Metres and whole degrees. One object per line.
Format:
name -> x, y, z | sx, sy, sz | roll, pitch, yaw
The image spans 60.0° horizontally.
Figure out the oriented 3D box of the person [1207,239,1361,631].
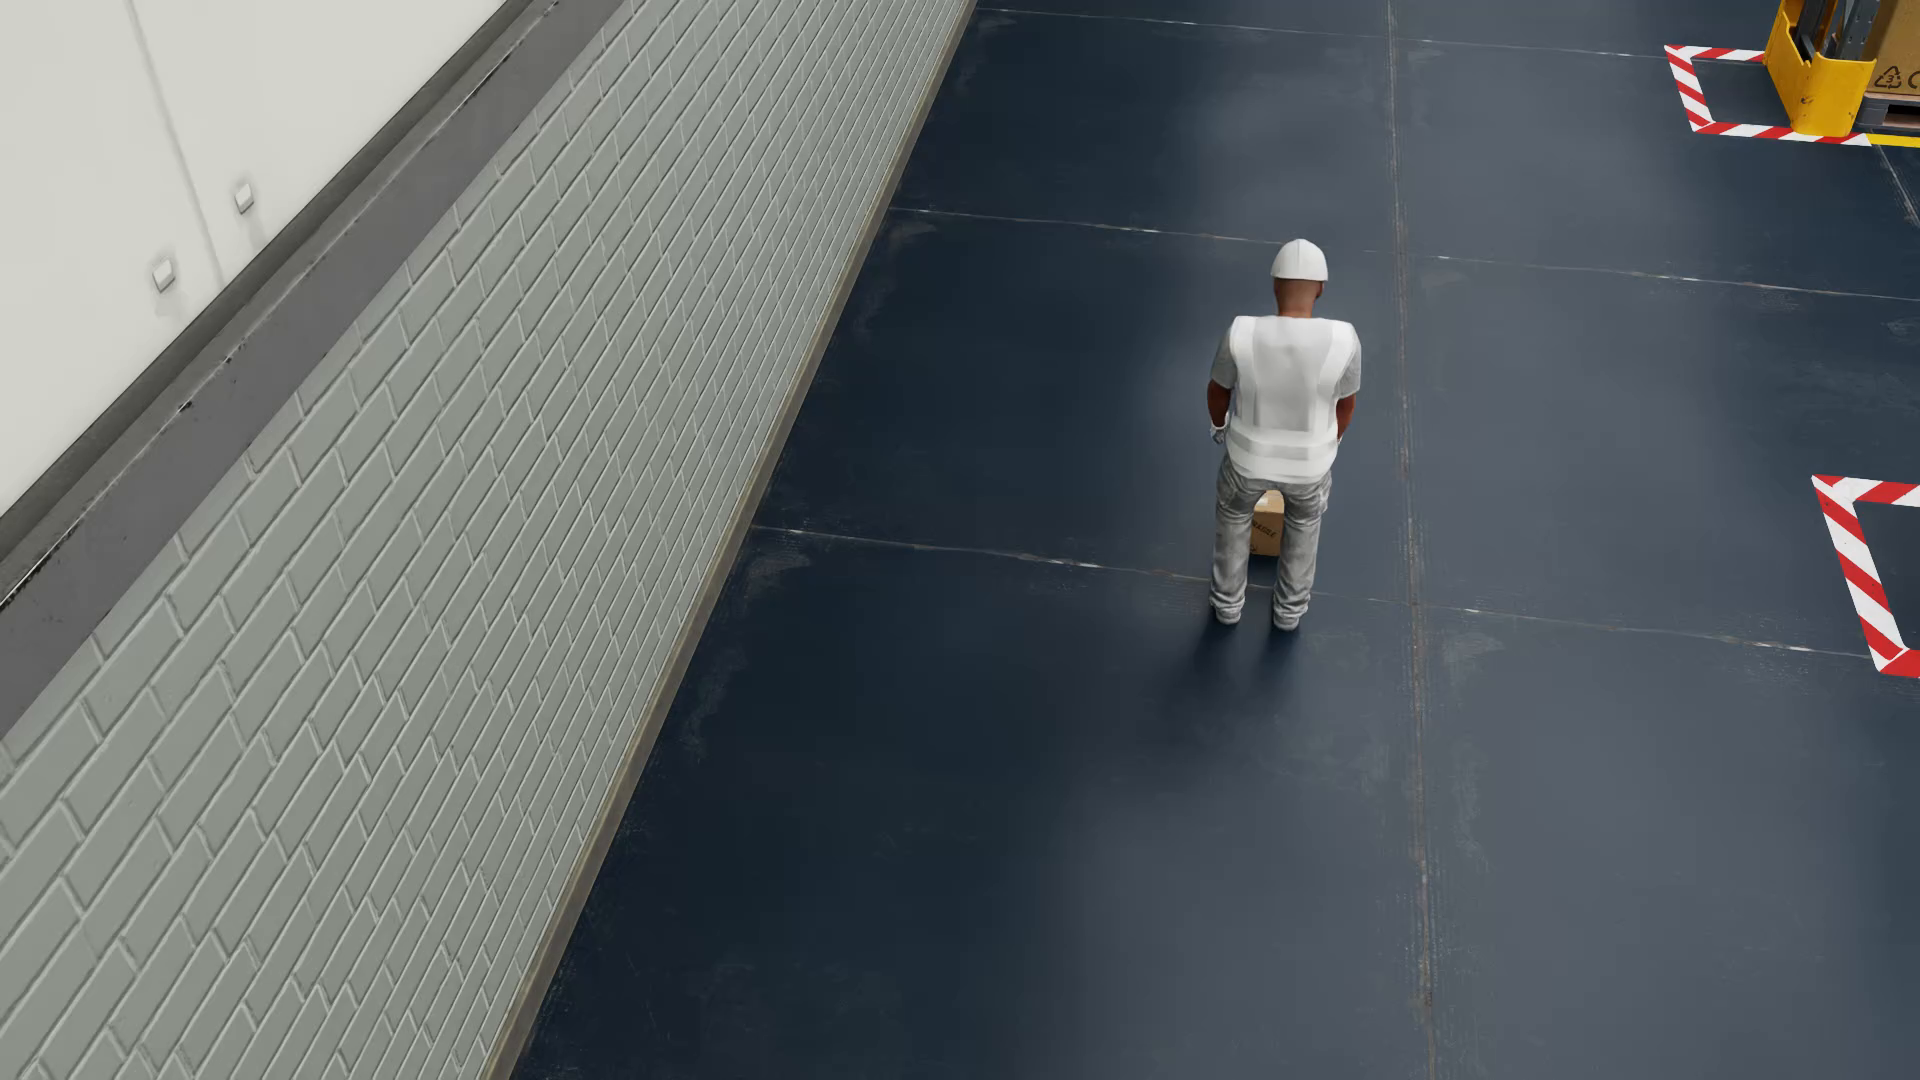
person -> 1.251, -0.376, 6.628 | 0.573, 1.732, 0.458 | 7, 41, 9
